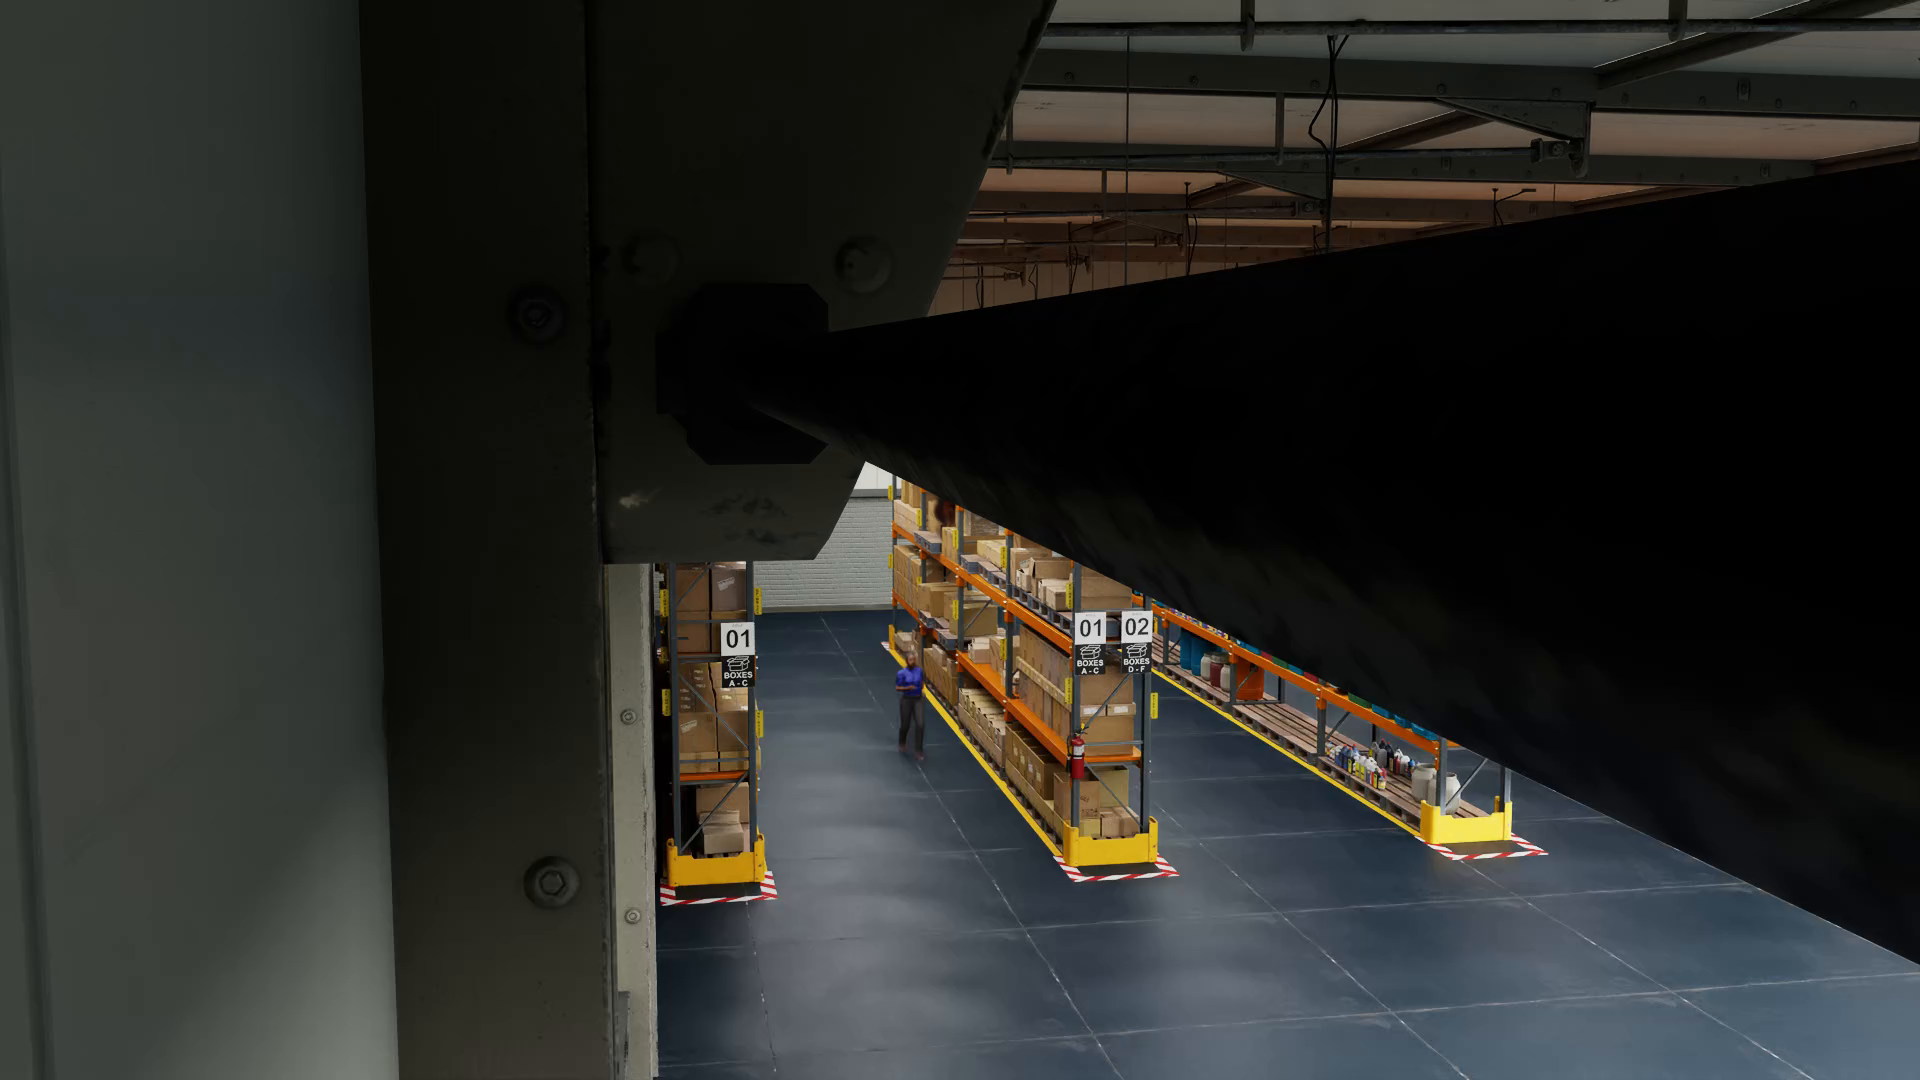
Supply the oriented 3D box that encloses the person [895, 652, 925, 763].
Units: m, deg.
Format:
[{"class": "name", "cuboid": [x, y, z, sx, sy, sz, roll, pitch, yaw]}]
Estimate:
[{"class": "person", "cuboid": [-0.779, 2.635, 26.494, 0.566, 1.700, 0.772, -2, 7, -20]}]
